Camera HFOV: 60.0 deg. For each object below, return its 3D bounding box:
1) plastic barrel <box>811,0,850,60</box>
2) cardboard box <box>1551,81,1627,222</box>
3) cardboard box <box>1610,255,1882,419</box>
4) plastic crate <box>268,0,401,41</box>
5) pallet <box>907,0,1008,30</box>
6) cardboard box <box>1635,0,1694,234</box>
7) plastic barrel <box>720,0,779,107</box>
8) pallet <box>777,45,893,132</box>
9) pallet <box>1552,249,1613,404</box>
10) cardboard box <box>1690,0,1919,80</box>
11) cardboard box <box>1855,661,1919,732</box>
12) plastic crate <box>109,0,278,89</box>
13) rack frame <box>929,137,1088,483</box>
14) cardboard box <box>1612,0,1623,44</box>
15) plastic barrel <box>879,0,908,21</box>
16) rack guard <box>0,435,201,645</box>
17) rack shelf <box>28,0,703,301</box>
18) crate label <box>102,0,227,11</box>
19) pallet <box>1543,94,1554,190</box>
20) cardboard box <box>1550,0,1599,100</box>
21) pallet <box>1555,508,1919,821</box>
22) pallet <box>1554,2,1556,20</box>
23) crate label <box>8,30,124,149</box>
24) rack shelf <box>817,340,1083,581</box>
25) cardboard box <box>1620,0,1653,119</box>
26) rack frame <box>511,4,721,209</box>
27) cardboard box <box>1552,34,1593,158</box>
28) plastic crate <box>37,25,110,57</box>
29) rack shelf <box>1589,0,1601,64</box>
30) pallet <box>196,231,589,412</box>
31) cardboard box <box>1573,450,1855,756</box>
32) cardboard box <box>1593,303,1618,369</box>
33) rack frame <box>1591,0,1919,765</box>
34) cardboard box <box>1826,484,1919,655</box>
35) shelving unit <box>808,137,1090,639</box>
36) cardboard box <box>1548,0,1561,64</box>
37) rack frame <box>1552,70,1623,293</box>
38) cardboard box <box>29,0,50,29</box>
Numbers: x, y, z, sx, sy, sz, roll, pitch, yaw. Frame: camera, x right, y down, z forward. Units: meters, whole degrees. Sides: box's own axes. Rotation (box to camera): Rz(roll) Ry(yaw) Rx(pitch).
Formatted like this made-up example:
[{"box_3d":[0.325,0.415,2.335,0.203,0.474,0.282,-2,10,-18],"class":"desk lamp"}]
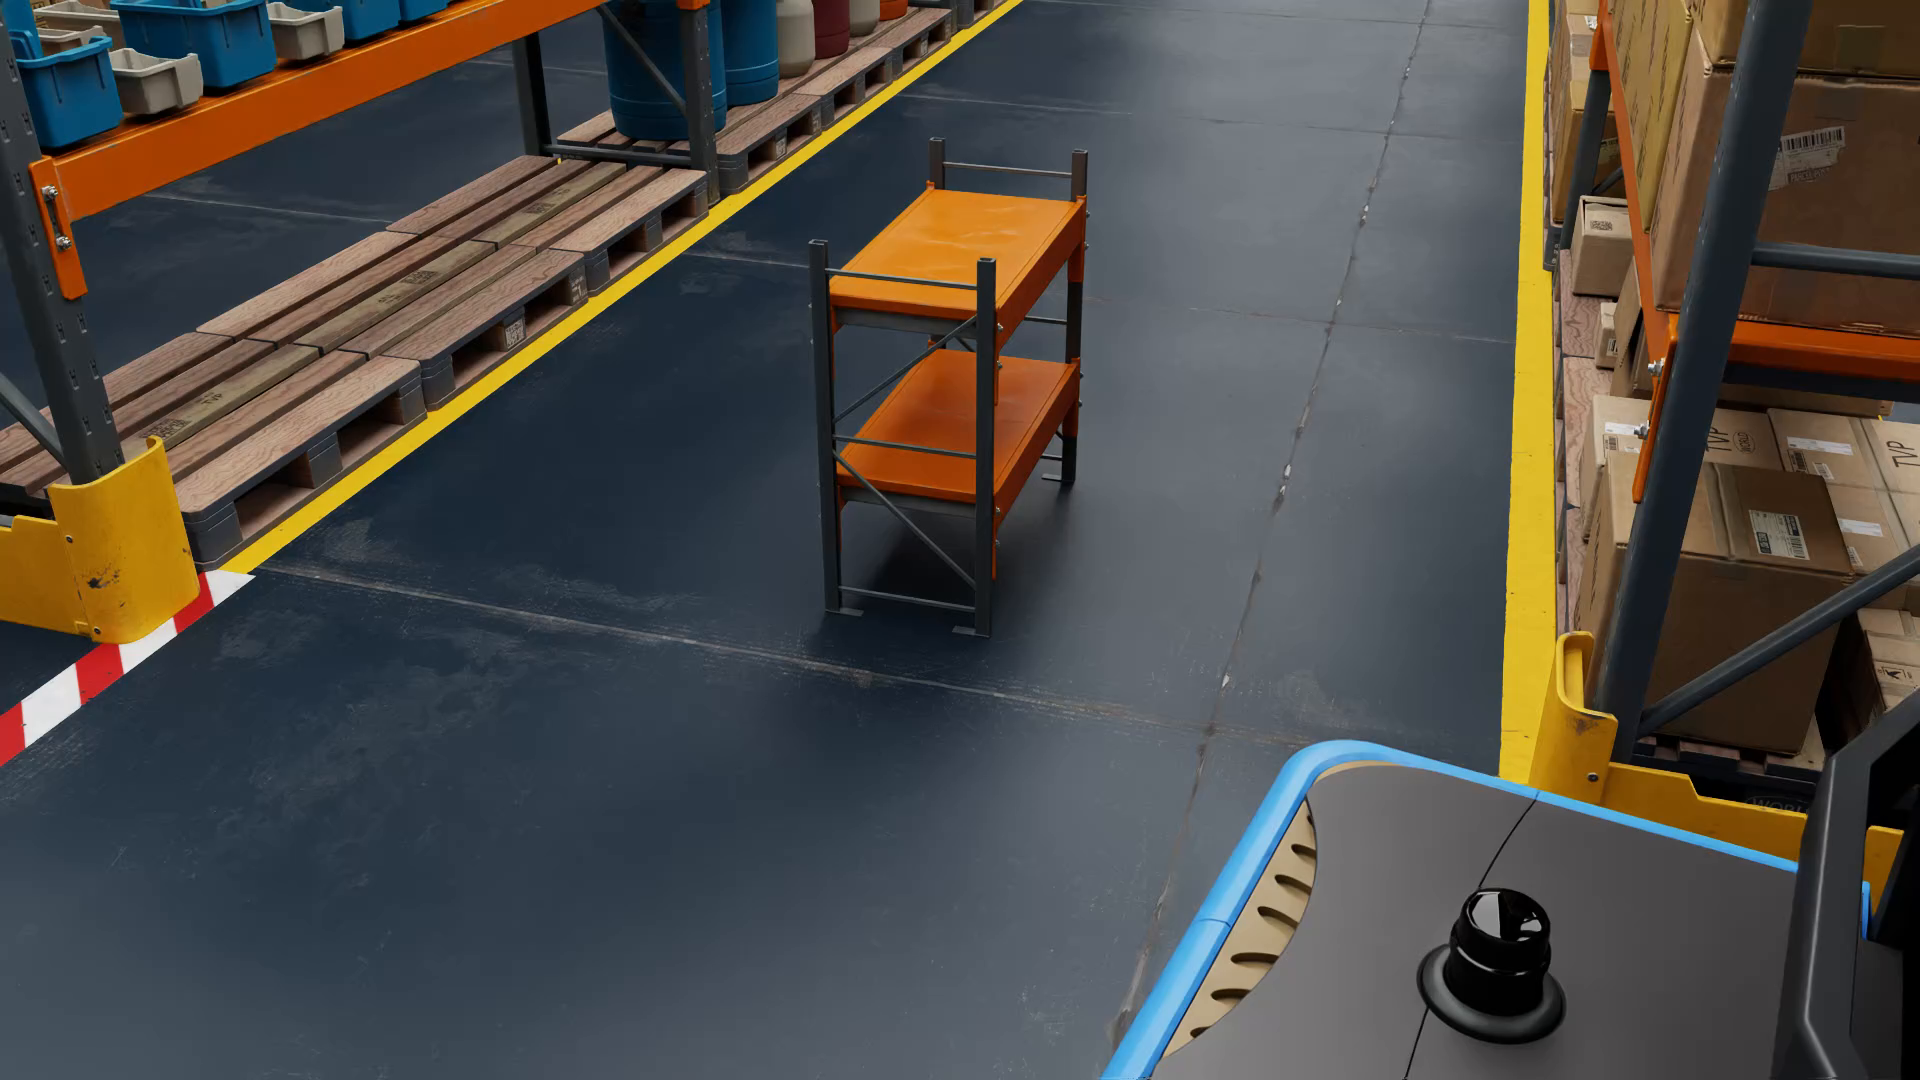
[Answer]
[{"box_3d":[-0.973,-3.274,10.099,0.600,0.588,0.708,8,30,15],"class":"plastic barrel"},{"box_3d":[2.917,-1.702,7.343,0.500,0.500,0.500,8,30,15],"class":"cardboard box"},{"box_3d":[2.499,-0.559,5.285,0.797,0.503,0.637,8,30,15],"class":"cardboard box"},{"box_3d":[-2.088,-1.814,5.536,0.416,0.233,0.300,8,30,15],"class":"plastic crate"},{"box_3d":[-0.249,-4.035,12.286,1.003,0.211,1.213,8,30,15],"class":"pallet"},{"box_3d":[1.892,-1.005,3.869,0.500,0.500,0.500,9,30,15],"class":"cardboard box"},{"box_3d":[-1.304,-2.886,9.079,0.600,0.901,0.708,8,30,15],"class":"plastic barrel"},{"box_3d":[-1.065,-2.743,9.964,1.003,0.211,1.213,8,30,15],"class":"pallet"},{"box_3d":[2.844,-0.794,6.461,1.003,0.211,1.213,8,30,15],"class":"pallet"},{"box_3d":[1.740,-1.200,3.190,0.500,0.500,0.500,8,30,14],"class":"cardboard box"},{"box_3d":[2.323,0.435,3.862,0.380,0.149,0.250,8,30,15],"class":"cardboard box"},{"box_3d":[-2.282,-1.508,4.986,0.416,0.233,0.300,8,30,15],"class":"plastic crate"},{"box_3d":[0.147,-0.725,5.396,0.500,1.125,0.032,8,30,15],"class":"rack frame"},{"box_3d":[2.489,-1.939,5.547,0.500,0.500,0.500,9,30,16],"class":"cardboard box"},{"box_3d":[-0.641,-3.905,10.984,0.600,0.830,0.708,8,30,15],"class":"plastic barrel"},{"box_3d":[-2.857,-0.076,4.873,1.175,0.500,0.348,8,30,15],"class":"rack guard"},{"box_3d":[-2.275,-1.797,6.134,1.077,0.370,4.000,8,30,15],"class":"rack shelf"},{"box_3d":[-2.639,-1.763,5.543,0.396,0.136,0.243,8,30,15],"class":"crate label"},{"box_3d":[3.605,-2.065,8.746,1.003,0.211,1.213,8,30,15],"class":"pallet"},{"box_3d":[3.513,-2.643,9.035,0.500,0.500,0.500,8,30,14],"class":"cardboard box"},{"box_3d":[2.127,0.340,4.422,1.003,0.211,1.213,8,30,15],"class":"pallet"},{"box_3d":[4.859,-3.914,12.069,1.003,0.211,1.213,8,30,15],"class":"pallet"},{"box_3d":[-2.475,-1.202,4.436,0.416,0.233,0.303,8,30,15],"class":"crate label"},{"box_3d":[-0.002,-0.275,5.090,0.538,0.278,1.000,8,30,15],"class":"rack shelf"},{"box_3d":[2.192,-1.470,4.705,0.500,0.500,0.500,8,30,14],"class":"cardboard box"},{"box_3d":[-1.688,-3.040,7.630,1.000,3.000,0.127,8,30,15],"class":"rack frame"},{"box_3d":[3.218,-2.163,8.172,0.500,0.500,0.500,9,30,15],"class":"cardboard box"},{"box_3d":[-2.796,-1.497,5.065,0.396,0.136,0.243,8,30,15],"class":"plastic crate"},{"box_3d":[3.633,-2.947,8.202,1.077,0.370,4.000,8,30,15],"class":"rack shelf"},{"box_3d":[-2.223,-0.906,6.661,1.003,0.211,1.213,8,30,15],"class":"pallet"},{"box_3d":[1.796,0.139,4.033,0.500,0.500,0.500,8,30,15],"class":"cardboard box"},{"box_3d":[2.472,-0.718,5.918,0.380,0.166,0.250,8,30,15],"class":"cardboard box"},{"box_3d":[1.872,-0.473,3.015,1.000,3.000,0.127,8,30,15],"class":"rack frame"},{"box_3d":[2.449,0.092,4.375,0.500,0.250,0.500,8,30,15],"class":"cardboard box"},{"box_3d":[-0.002,-0.488,4.971,0.538,1.125,1.048,8,30,15],"class":"shelving unit"},{"box_3d":[3.813,-3.120,9.891,0.500,0.500,0.500,10,31,17],"class":"cardboard box"},{"box_3d":[3.046,-2.332,6.356,1.000,3.000,0.127,8,30,15],"class":"rack frame"},{"box_3d":[-6.254,-3.302,9.854,1.225,0.875,0.875,9,30,15],"class":"cardboard box"}]
